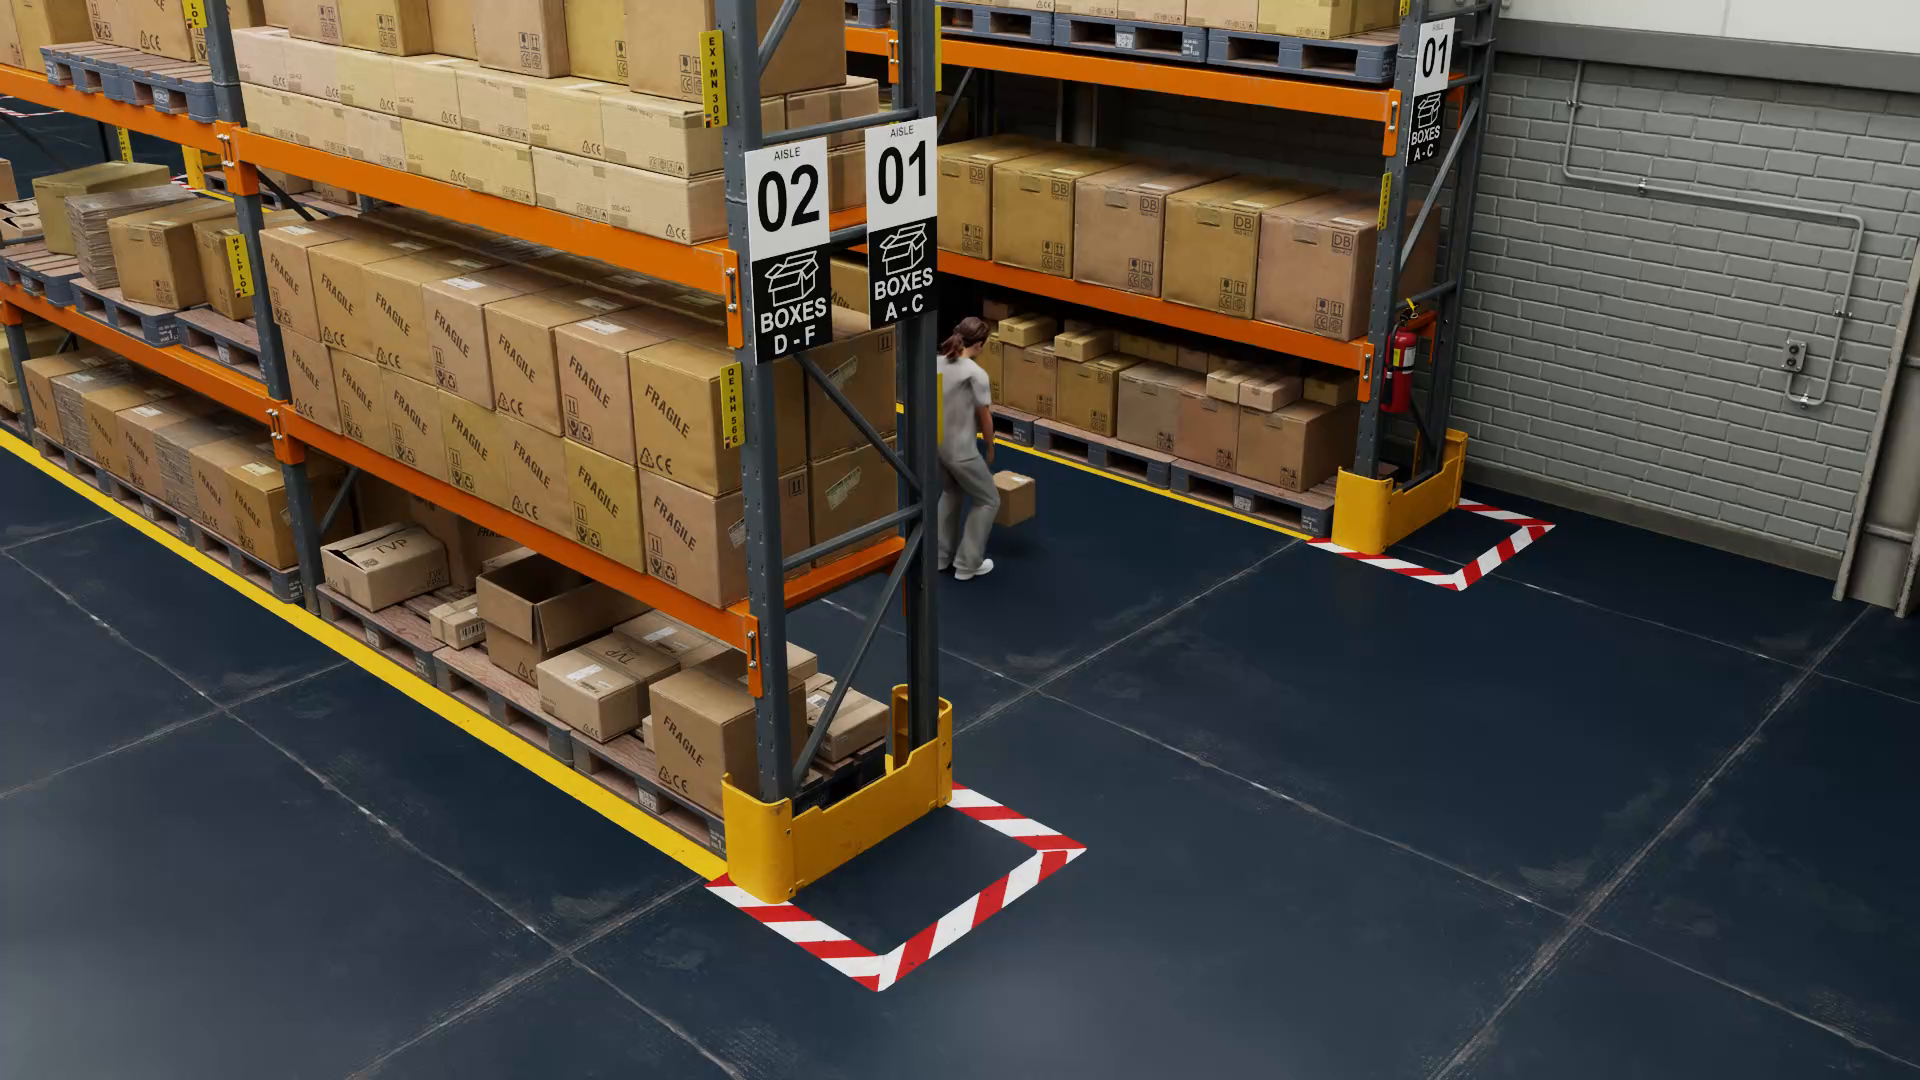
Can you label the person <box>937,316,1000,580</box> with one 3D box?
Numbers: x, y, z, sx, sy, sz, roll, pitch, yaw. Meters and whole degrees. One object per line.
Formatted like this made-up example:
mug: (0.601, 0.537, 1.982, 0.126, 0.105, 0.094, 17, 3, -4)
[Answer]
person: (-0.007, -0.551, 9.978, 0.475, 1.573, 0.467, 21, 31, 39)
